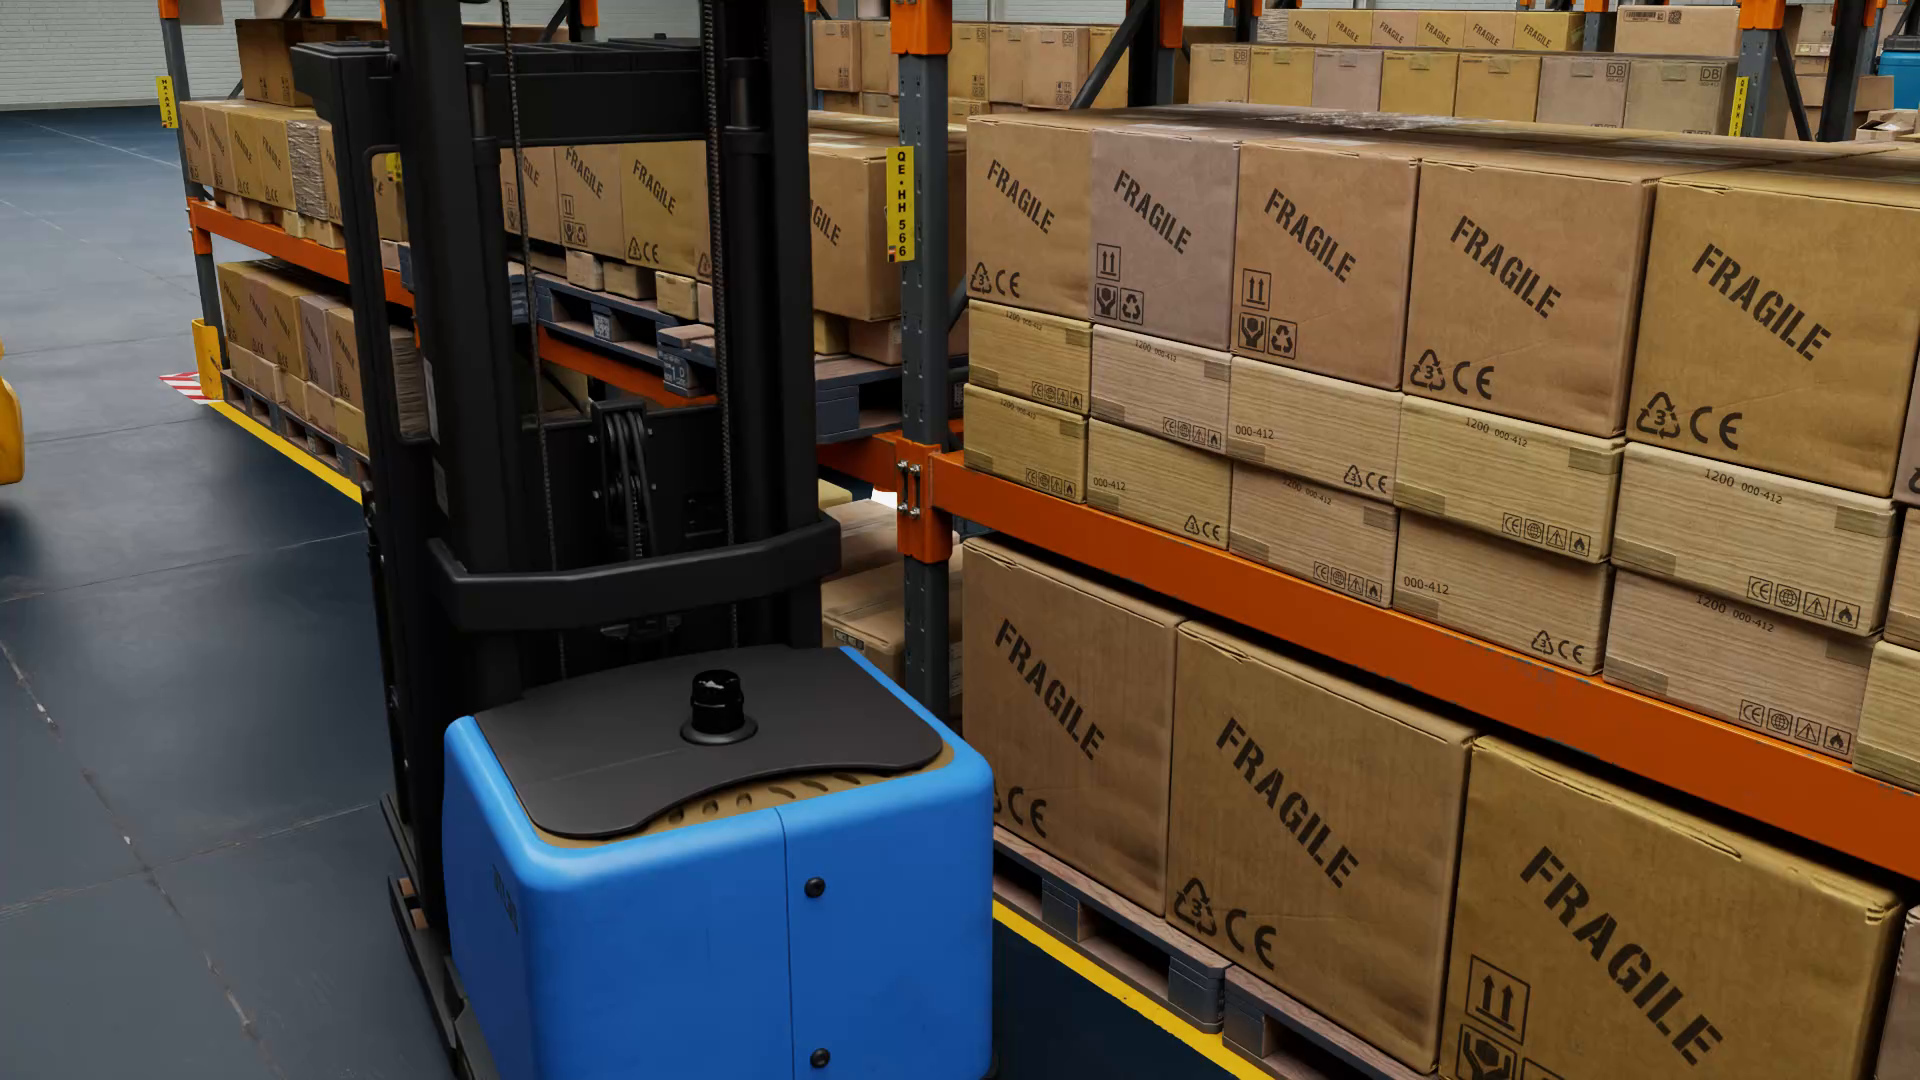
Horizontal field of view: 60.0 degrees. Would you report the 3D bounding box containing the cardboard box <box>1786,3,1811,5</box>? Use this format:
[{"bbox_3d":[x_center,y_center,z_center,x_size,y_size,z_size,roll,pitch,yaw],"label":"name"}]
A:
[{"bbox_3d":[11.133,-6.934,22.308,0.700,0.500,0.500,-14,23,-36],"label":"cardboard box"}]

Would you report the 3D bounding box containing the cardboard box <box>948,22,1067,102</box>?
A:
[{"bbox_3d":[0.388,-3.623,12.576,0.875,0.550,0.500,-14,23,-36],"label":"cardboard box"}]

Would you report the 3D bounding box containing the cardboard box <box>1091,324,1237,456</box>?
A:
[{"bbox_3d":[0.692,-0.429,4.329,0.500,0.250,0.500,-13,23,-35],"label":"cardboard box"}]

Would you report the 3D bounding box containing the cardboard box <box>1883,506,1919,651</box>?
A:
[{"bbox_3d":[1.954,0.073,2.813,0.500,0.250,0.500,-13,23,-35],"label":"cardboard box"}]

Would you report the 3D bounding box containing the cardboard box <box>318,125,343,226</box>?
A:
[{"bbox_3d":[-3.028,-1.924,8.769,0.500,0.500,0.500,-13,22,-34],"label":"cardboard box"}]

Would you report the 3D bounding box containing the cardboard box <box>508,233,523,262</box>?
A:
[{"bbox_3d":[-1.753,-1.313,7.288,0.380,0.149,0.250,-12,22,-33],"label":"cardboard box"}]

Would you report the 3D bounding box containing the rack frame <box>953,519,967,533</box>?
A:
[{"bbox_3d":[-0.058,-0.450,8.291,0.240,0.900,0.006,-14,23,-36],"label":"rack frame"}]

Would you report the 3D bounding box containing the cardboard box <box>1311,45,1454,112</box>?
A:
[{"bbox_3d":[2.533,-2.690,9.965,0.700,0.500,0.500,-14,23,-36],"label":"cardboard box"}]

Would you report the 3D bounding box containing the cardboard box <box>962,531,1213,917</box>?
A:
[{"bbox_3d":[0.615,0.432,4.997,0.875,0.875,0.875,-14,23,-37],"label":"cardboard box"}]

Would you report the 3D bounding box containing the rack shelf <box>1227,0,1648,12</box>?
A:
[{"bbox_3d":[4.294,-5.058,15.239,1.077,0.370,4.000,-14,23,-36],"label":"rack shelf"}]

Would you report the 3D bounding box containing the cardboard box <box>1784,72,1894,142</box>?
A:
[{"bbox_3d":[6.685,-3.322,12.792,0.797,0.503,0.637,-11,21,-31],"label":"cardboard box"}]

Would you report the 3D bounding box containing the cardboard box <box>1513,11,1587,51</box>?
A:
[{"bbox_3d":[5.041,-4.204,14.063,0.500,0.500,0.500,-14,23,-36],"label":"cardboard box"}]

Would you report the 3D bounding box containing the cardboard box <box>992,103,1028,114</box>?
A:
[{"bbox_3d":[0.745,-2.987,12.372,0.875,0.550,0.550,-14,23,-36],"label":"cardboard box"}]

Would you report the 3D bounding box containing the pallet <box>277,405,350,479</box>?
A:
[{"bbox_3d":[-3.439,-0.685,10.094,1.003,0.211,1.213,-14,23,-36],"label":"pallet"}]

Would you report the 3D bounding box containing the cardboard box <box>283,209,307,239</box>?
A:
[{"bbox_3d":[-3.628,-1.824,9.500,0.380,0.149,0.250,-14,23,-36],"label":"cardboard box"}]

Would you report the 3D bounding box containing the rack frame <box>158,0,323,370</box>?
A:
[{"bbox_3d":[-4.716,-2.535,11.245,1.000,3.000,0.127,-14,23,-36],"label":"rack frame"}]

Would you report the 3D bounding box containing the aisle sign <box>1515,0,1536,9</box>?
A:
[{"bbox_3d":[6.661,-6.630,19.478,0.394,0.787,0.004,-14,23,-36],"label":"aisle sign"}]

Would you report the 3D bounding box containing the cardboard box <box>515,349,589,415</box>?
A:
[{"bbox_3d":[-2.387,-0.997,9.115,0.500,0.500,0.500,-13,22,-34],"label":"cardboard box"}]

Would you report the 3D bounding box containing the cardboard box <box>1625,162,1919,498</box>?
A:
[{"bbox_3d":[1.634,-0.416,3.096,0.500,0.500,0.500,-13,22,-34],"label":"cardboard box"}]

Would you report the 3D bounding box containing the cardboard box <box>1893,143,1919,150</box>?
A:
[{"bbox_3d":[4.373,-1.699,7.508,0.380,0.149,0.250,-15,23,-38],"label":"cardboard box"}]

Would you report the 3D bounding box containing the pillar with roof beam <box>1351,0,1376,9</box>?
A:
[{"bbox_3d":[4.989,-12.330,31.283,9.100,9.000,0.400,-14,23,-36],"label":"pillar with roof beam"}]

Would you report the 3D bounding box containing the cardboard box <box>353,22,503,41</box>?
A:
[{"bbox_3d":[-2.926,-2.622,9.287,0.700,0.500,0.500,-15,23,-37],"label":"cardboard box"}]

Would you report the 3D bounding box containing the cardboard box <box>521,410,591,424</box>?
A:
[{"bbox_3d":[-1.905,-0.372,8.227,0.950,0.372,0.625,-14,23,-35],"label":"cardboard box"}]

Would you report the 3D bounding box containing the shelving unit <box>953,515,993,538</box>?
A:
[{"bbox_3d":[0.005,-0.425,8.215,0.258,0.900,0.210,-14,23,-36],"label":"shelving unit"}]

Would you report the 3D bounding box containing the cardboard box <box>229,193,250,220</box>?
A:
[{"bbox_3d":[-4.277,-2.079,10.269,0.380,0.149,0.250,-14,23,-35],"label":"cardboard box"}]

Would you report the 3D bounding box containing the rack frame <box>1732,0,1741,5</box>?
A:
[{"bbox_3d":[10.820,-6.401,22.922,1.000,3.000,0.127,-14,23,-36],"label":"rack frame"}]

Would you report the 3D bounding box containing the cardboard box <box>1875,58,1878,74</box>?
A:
[{"bbox_3d":[12.064,-5.950,21.401,0.700,0.500,0.500,-13,22,-35],"label":"cardboard box"}]

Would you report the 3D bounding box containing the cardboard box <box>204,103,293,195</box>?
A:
[{"bbox_3d":[-4.315,-2.425,10.283,0.500,0.500,0.500,-13,22,-34],"label":"cardboard box"}]

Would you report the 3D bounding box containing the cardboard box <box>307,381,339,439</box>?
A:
[{"bbox_3d":[-3.461,-0.792,9.688,0.500,0.250,0.500,-14,23,-35],"label":"cardboard box"}]

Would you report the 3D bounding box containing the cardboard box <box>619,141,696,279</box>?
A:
[{"bbox_3d":[-0.893,-1.258,6.091,0.500,0.500,0.500,-16,24,-40],"label":"cardboard box"}]

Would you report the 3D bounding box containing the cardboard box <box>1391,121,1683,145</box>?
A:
[{"bbox_3d":[1.406,-0.761,4.138,0.500,0.500,0.500,-14,23,-36],"label":"cardboard box"}]

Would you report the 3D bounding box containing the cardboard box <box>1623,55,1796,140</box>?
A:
[{"bbox_3d":[3.798,-2.189,8.452,0.700,0.500,0.500,-14,23,-36],"label":"cardboard box"}]

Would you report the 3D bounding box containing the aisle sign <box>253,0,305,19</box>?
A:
[{"bbox_3d":[-4.527,-3.841,11.054,0.394,0.787,0.004,-14,23,-36],"label":"aisle sign"}]

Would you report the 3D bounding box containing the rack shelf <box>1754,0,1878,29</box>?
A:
[{"bbox_3d":[5.311,-2.144,6.438,1.077,0.370,4.000,-14,23,-36],"label":"rack shelf"}]

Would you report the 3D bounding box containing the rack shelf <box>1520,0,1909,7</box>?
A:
[{"bbox_3d":[8.177,-6.025,18.159,1.077,0.370,4.000,-14,23,-36],"label":"rack shelf"}]

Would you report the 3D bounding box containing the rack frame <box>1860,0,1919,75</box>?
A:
[{"bbox_3d":[9.419,-4.450,17.029,1.000,3.000,0.127,-14,23,-36],"label":"rack frame"}]

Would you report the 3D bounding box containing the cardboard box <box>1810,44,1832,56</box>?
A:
[{"bbox_3d":[11.370,-6.429,21.815,0.380,0.149,0.250,-14,23,-37],"label":"cardboard box"}]

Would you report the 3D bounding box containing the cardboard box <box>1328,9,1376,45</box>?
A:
[{"bbox_3d":[3.797,-4.696,15.549,0.500,0.500,0.500,-14,23,-36],"label":"cardboard box"}]

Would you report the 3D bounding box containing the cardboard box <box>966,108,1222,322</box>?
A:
[{"bbox_3d":[0.366,-0.916,4.608,0.500,0.500,0.500,-15,23,-38],"label":"cardboard box"}]

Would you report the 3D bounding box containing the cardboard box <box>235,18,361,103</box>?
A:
[{"bbox_3d":[-4.227,-3.115,10.774,0.700,0.500,0.500,-15,23,-37],"label":"cardboard box"}]

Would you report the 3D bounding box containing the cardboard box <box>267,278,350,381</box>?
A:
[{"bbox_3d":[-3.783,-1.273,9.948,0.500,0.500,0.500,-13,23,-35],"label":"cardboard box"}]

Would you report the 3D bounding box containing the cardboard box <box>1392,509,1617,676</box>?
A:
[{"bbox_3d":[1.321,0.052,3.672,0.500,0.250,0.500,-14,23,-36],"label":"cardboard box"}]

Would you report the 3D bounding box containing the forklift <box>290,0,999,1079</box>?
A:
[{"bbox_3d":[-1.031,-0.243,4.433,1.130,2.935,3.031,-9,20,-26],"label":"forklift"}]

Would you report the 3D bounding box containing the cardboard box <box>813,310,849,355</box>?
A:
[{"bbox_3d":[-0.360,-0.730,5.527,0.380,0.149,0.250,-14,23,-35],"label":"cardboard box"}]

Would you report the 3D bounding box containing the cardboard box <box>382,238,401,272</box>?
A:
[{"bbox_3d":[-2.671,-1.449,8.367,0.380,0.149,0.250,-14,23,-37],"label":"cardboard box"}]

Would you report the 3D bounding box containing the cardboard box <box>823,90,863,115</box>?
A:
[{"bbox_3d":[-0.632,-3.514,13.965,0.875,0.550,0.550,-14,23,-36],"label":"cardboard box"}]

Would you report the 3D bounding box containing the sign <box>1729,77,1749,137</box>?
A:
[{"bbox_3d":[3.636,-1.995,7.773,0.100,0.325,0.005,-14,23,-36],"label":"sign"}]

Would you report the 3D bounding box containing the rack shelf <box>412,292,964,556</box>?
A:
[{"bbox_3d":[-0.990,-0.715,6.893,1.077,0.370,4.000,-14,23,-36],"label":"rack shelf"}]

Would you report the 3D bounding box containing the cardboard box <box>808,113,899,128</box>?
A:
[{"bbox_3d":[-0.511,-1.364,6.410,0.500,0.500,0.500,-14,23,-35],"label":"cardboard box"}]

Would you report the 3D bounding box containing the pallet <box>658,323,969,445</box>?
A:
[{"bbox_3d":[-0.275,-0.627,5.790,1.213,0.211,1.003,-14,23,-36],"label":"pallet"}]

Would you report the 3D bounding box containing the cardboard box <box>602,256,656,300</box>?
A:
[{"bbox_3d":[-1.161,-1.045,6.477,0.380,0.149,0.250,-15,23,-38],"label":"cardboard box"}]
